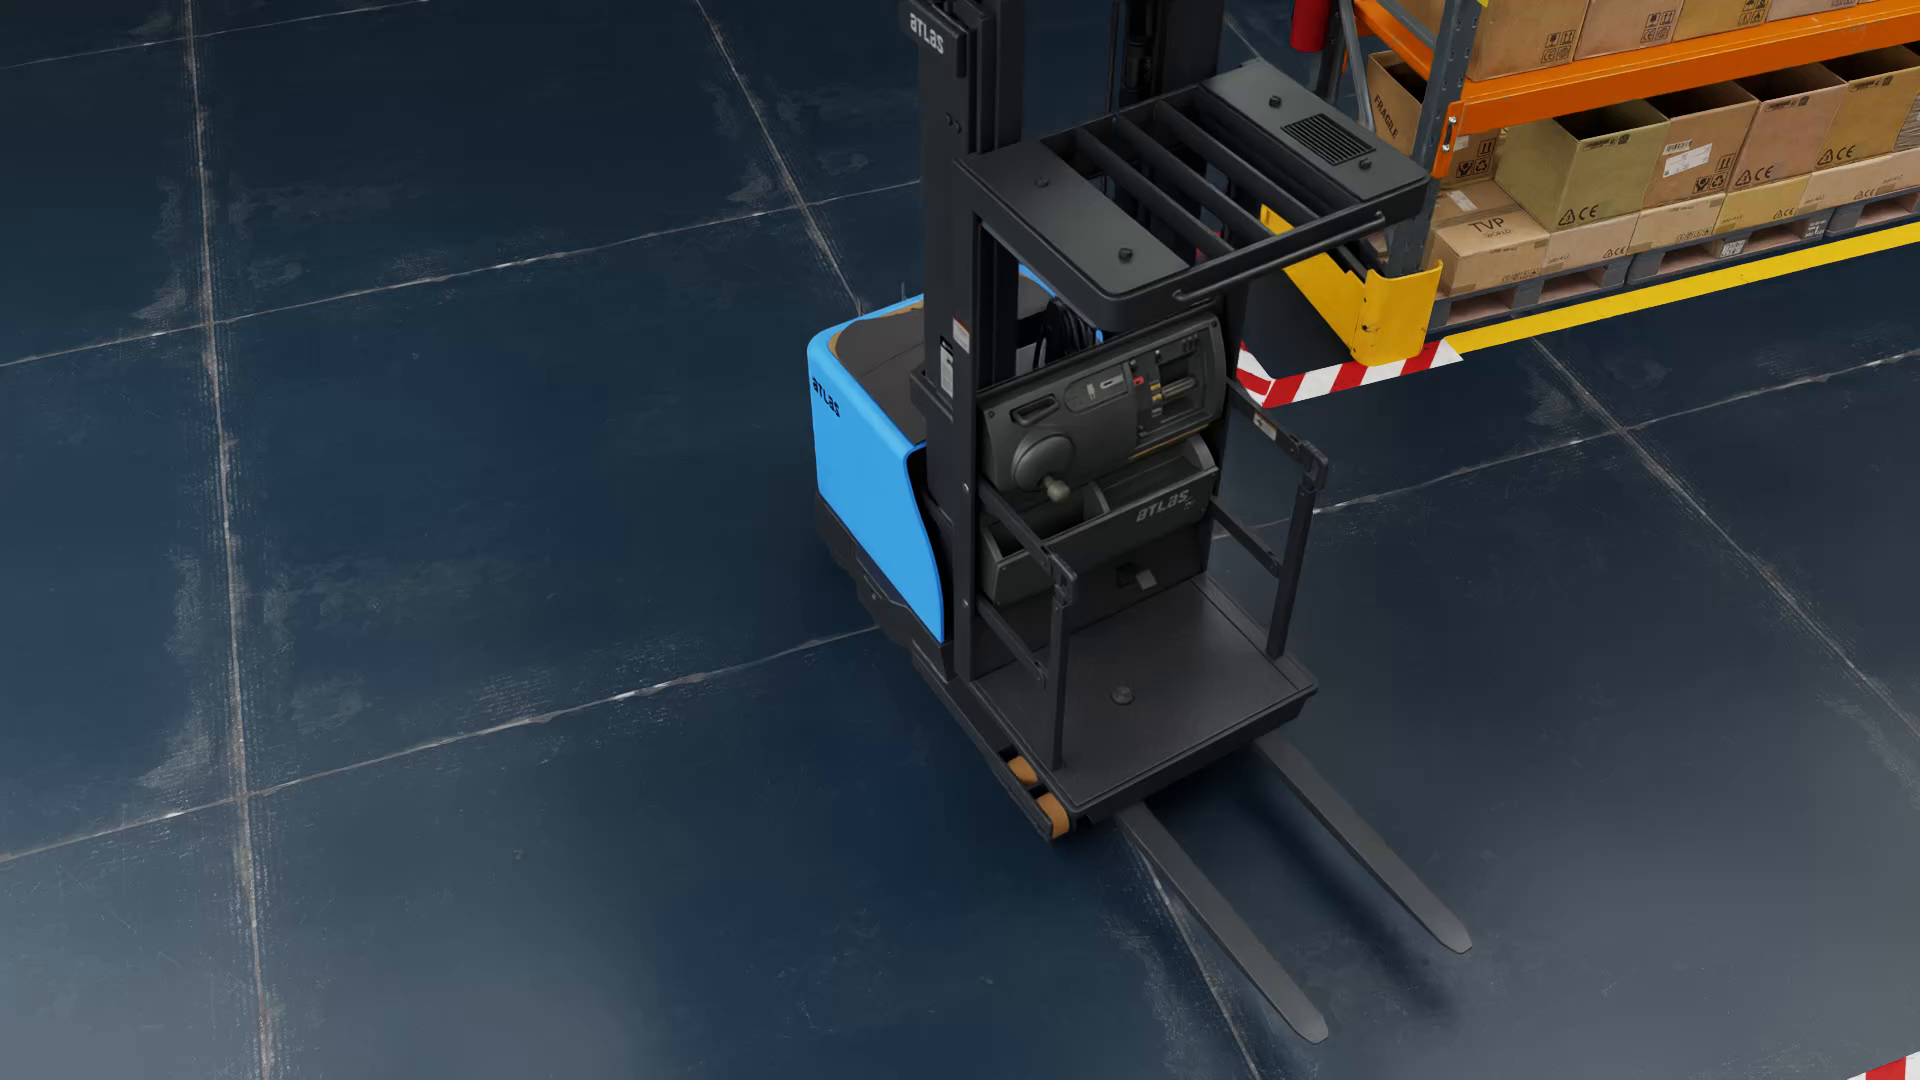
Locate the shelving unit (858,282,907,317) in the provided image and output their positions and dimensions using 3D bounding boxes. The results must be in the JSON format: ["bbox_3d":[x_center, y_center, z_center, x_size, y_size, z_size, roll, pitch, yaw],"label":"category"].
[{"bbox_3d":[-0.262,-0.633,7.054,0.210,0.900,0.258,-23,50,-22],"label":"shelving unit"}]

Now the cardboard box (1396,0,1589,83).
[{"bbox_3d":[2.338,-2.443,7.305,0.500,0.500,0.700,-14,47,-14],"label":"cardboard box"}]

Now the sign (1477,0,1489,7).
[{"bbox_3d":[2.077,-2.266,6.533,0.005,0.325,0.100,-14,47,-14],"label":"sign"}]

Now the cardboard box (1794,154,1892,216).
[{"bbox_3d":[4.356,-1.942,8.522,0.500,0.250,0.500,-14,47,-14],"label":"cardboard box"}]

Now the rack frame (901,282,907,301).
[{"bbox_3d":[-0.176,-0.670,7.092,0.006,0.900,0.240,-23,50,-22],"label":"rack frame"}]

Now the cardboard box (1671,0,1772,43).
[{"bbox_3d":[3.299,-2.688,7.550,0.500,0.500,0.700,-14,47,-14],"label":"cardboard box"}]

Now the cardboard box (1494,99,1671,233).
[{"bbox_3d":[2.944,-1.848,7.899,0.500,0.500,0.500,-14,47,-14],"label":"cardboard box"}]

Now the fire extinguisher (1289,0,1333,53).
[{"bbox_3d":[1.625,-2.557,7.545,0.183,0.674,0.296,-14,47,-14],"label":"fire extinguisher"}]

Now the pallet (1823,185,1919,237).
[{"bbox_3d":[4.894,-2.118,9.021,1.213,0.211,1.003,-14,47,-14],"label":"pallet"}]

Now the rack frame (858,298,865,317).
[{"bbox_3d":[-0.349,-0.595,7.017,0.006,0.900,0.240,-23,50,-22],"label":"rack frame"}]

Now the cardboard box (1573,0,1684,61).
[{"bbox_3d":[2.830,-2.572,7.434,0.500,0.500,0.700,-13,47,-13],"label":"cardboard box"}]

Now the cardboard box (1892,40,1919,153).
[{"bbox_3d":[4.820,-2.338,8.387,0.500,0.500,0.500,-14,47,-14],"label":"cardboard box"}]

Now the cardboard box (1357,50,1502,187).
[{"bbox_3d":[2.298,-2.073,8.123,0.500,0.500,0.500,-14,47,-14],"label":"cardboard box"}]

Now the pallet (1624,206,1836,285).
[{"bbox_3d":[3.745,-1.822,8.726,1.213,0.211,1.003,-14,47,-14],"label":"pallet"}]

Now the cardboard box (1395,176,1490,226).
[{"bbox_3d":[2.298,-1.807,8.387,0.500,0.250,0.500,-14,47,-14],"label":"cardboard box"}]

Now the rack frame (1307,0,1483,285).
[{"bbox_3d":[1.894,-2.304,7.237,0.127,3.000,1.000,-14,47,-14],"label":"rack frame"}]

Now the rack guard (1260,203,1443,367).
[{"bbox_3d":[1.872,-1.415,8.117,0.348,0.500,1.175,-14,47,-14],"label":"rack guard"}]

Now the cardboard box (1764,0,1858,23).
[{"bbox_3d":[3.793,-2.817,7.678,0.500,0.500,0.700,-13,47,-13],"label":"cardboard box"}]

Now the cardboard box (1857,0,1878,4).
[{"bbox_3d":[4.274,-2.941,7.802,0.500,0.500,0.700,-14,47,-13],"label":"cardboard box"}]

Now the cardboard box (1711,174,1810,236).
[{"bbox_3d":[3.886,-1.822,8.402,0.500,0.250,0.500,-14,47,-14],"label":"cardboard box"}]

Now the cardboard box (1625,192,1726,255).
[{"bbox_3d":[3.414,-1.705,8.285,0.500,0.250,0.500,-14,47,-14],"label":"cardboard box"}]

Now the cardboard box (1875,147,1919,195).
[{"bbox_3d":[4.821,-2.072,8.652,0.500,0.250,0.500,-14,47,-14],"label":"cardboard box"}]

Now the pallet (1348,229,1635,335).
[{"bbox_3d":[2.599,-1.531,8.436,1.213,0.211,1.003,-14,47,-14],"label":"pallet"}]

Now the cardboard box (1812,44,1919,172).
[{"bbox_3d":[4.351,-2.215,8.265,0.500,0.500,0.500,-14,47,-14],"label":"cardboard box"}]

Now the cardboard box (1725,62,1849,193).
[{"bbox_3d":[3.886,-2.086,8.136,0.500,0.500,0.500,-14,47,-14],"label":"cardboard box"}]

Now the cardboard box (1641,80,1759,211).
[{"bbox_3d":[3.410,-1.977,8.027,0.500,0.500,0.500,-14,47,-14],"label":"cardboard box"}]

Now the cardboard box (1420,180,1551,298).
[{"bbox_3d":[2.474,-1.462,8.043,0.500,0.250,0.500,-14,47,-14],"label":"cardboard box"}]

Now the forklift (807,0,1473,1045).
[{"bbox_3d":[0.600,-0.342,5.331,1.130,2.935,3.031,-23,50,-22],"label":"forklift"}]

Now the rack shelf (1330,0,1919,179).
[{"bbox_3d":[3.775,-2.531,7.972,4.000,0.370,1.077,-14,47,-14],"label":"rack shelf"}]

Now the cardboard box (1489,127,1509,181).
[{"bbox_3d":[2.764,-1.935,8.515,0.500,0.250,0.500,-14,47,-14],"label":"cardboard box"}]

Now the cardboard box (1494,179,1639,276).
[{"bbox_3d":[2.943,-1.585,8.166,0.500,0.250,0.500,-14,47,-14],"label":"cardboard box"}]
